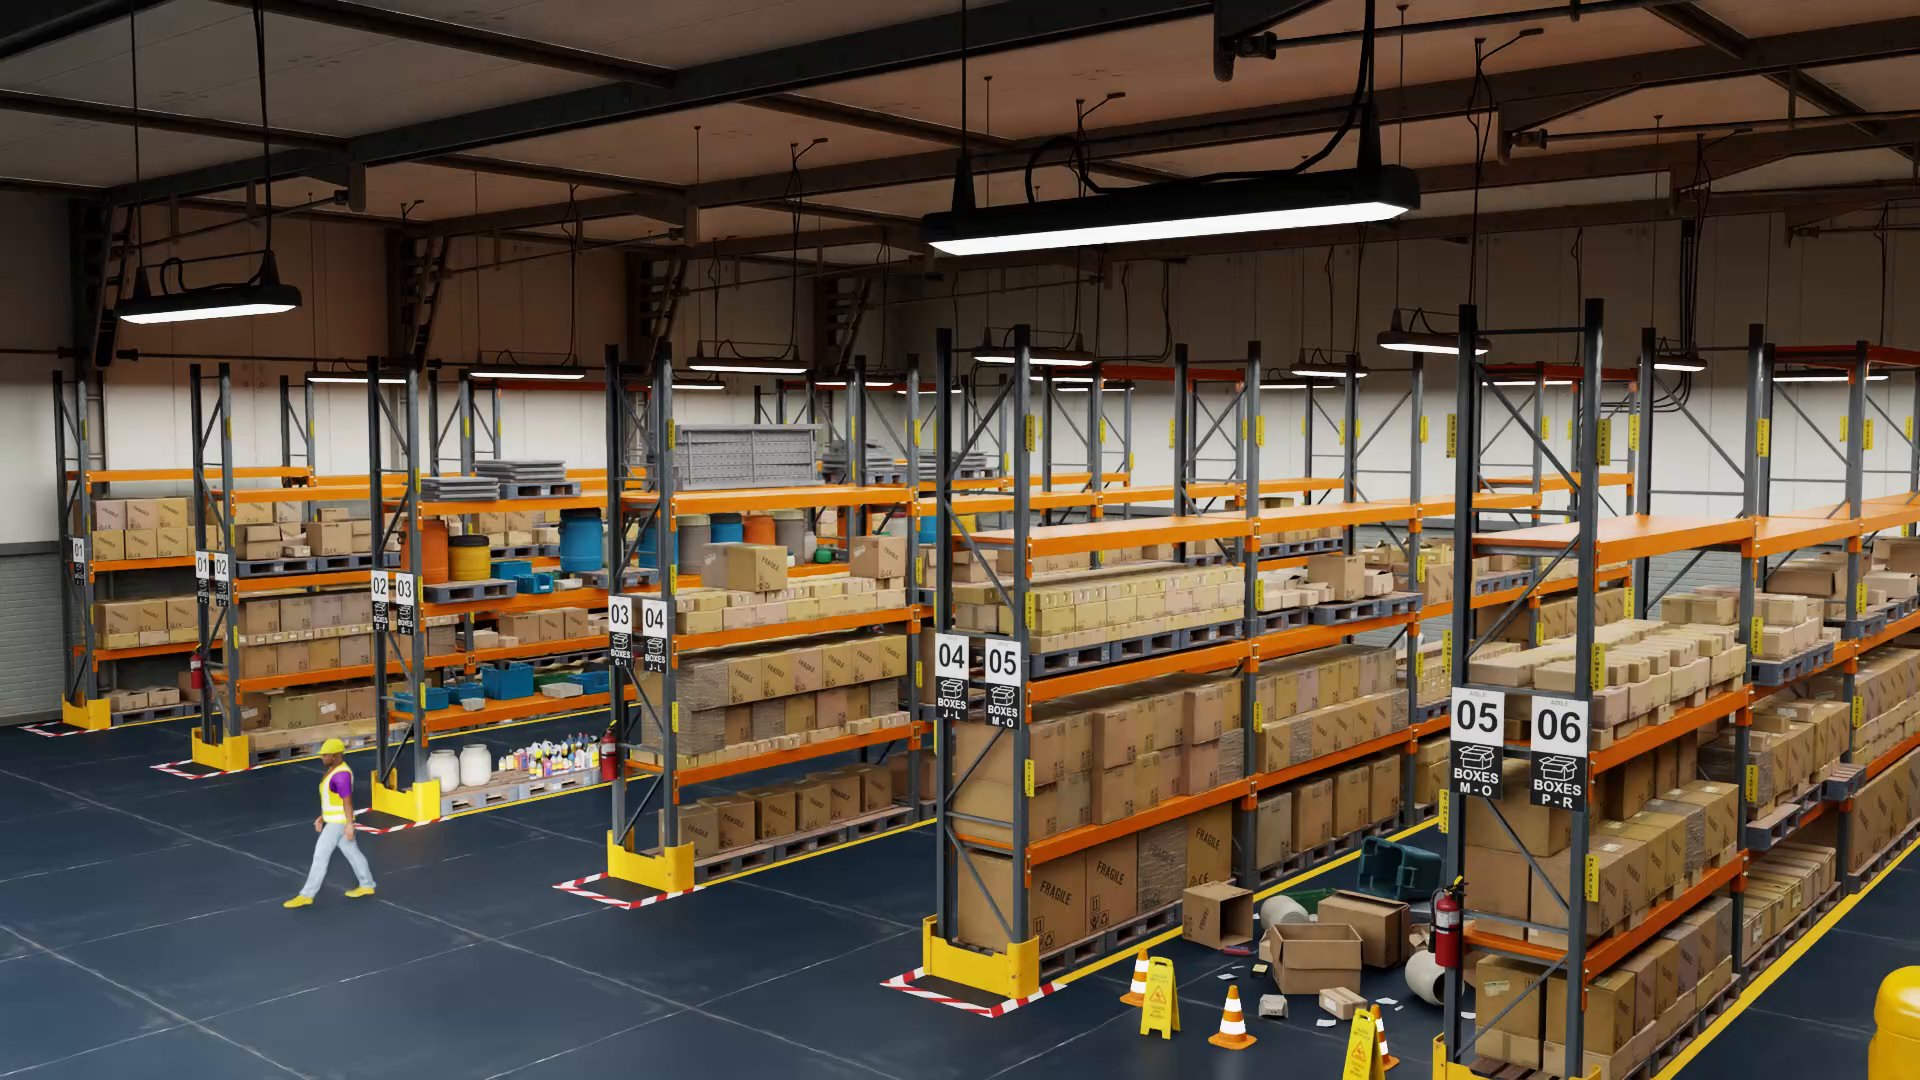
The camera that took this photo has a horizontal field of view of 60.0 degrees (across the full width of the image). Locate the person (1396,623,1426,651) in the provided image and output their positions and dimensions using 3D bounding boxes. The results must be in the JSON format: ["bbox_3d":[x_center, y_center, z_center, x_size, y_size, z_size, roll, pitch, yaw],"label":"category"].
[{"bbox_3d":[7.856,2.186,28.985,0.571,1.774,0.452,0,4,-4],"label":"person"}]

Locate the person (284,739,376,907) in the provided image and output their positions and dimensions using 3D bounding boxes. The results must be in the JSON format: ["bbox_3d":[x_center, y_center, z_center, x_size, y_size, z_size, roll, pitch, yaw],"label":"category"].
[{"bbox_3d":[-6.751,2.989,17.784,0.931,1.721,0.608,-2,4,-21],"label":"person"}]
